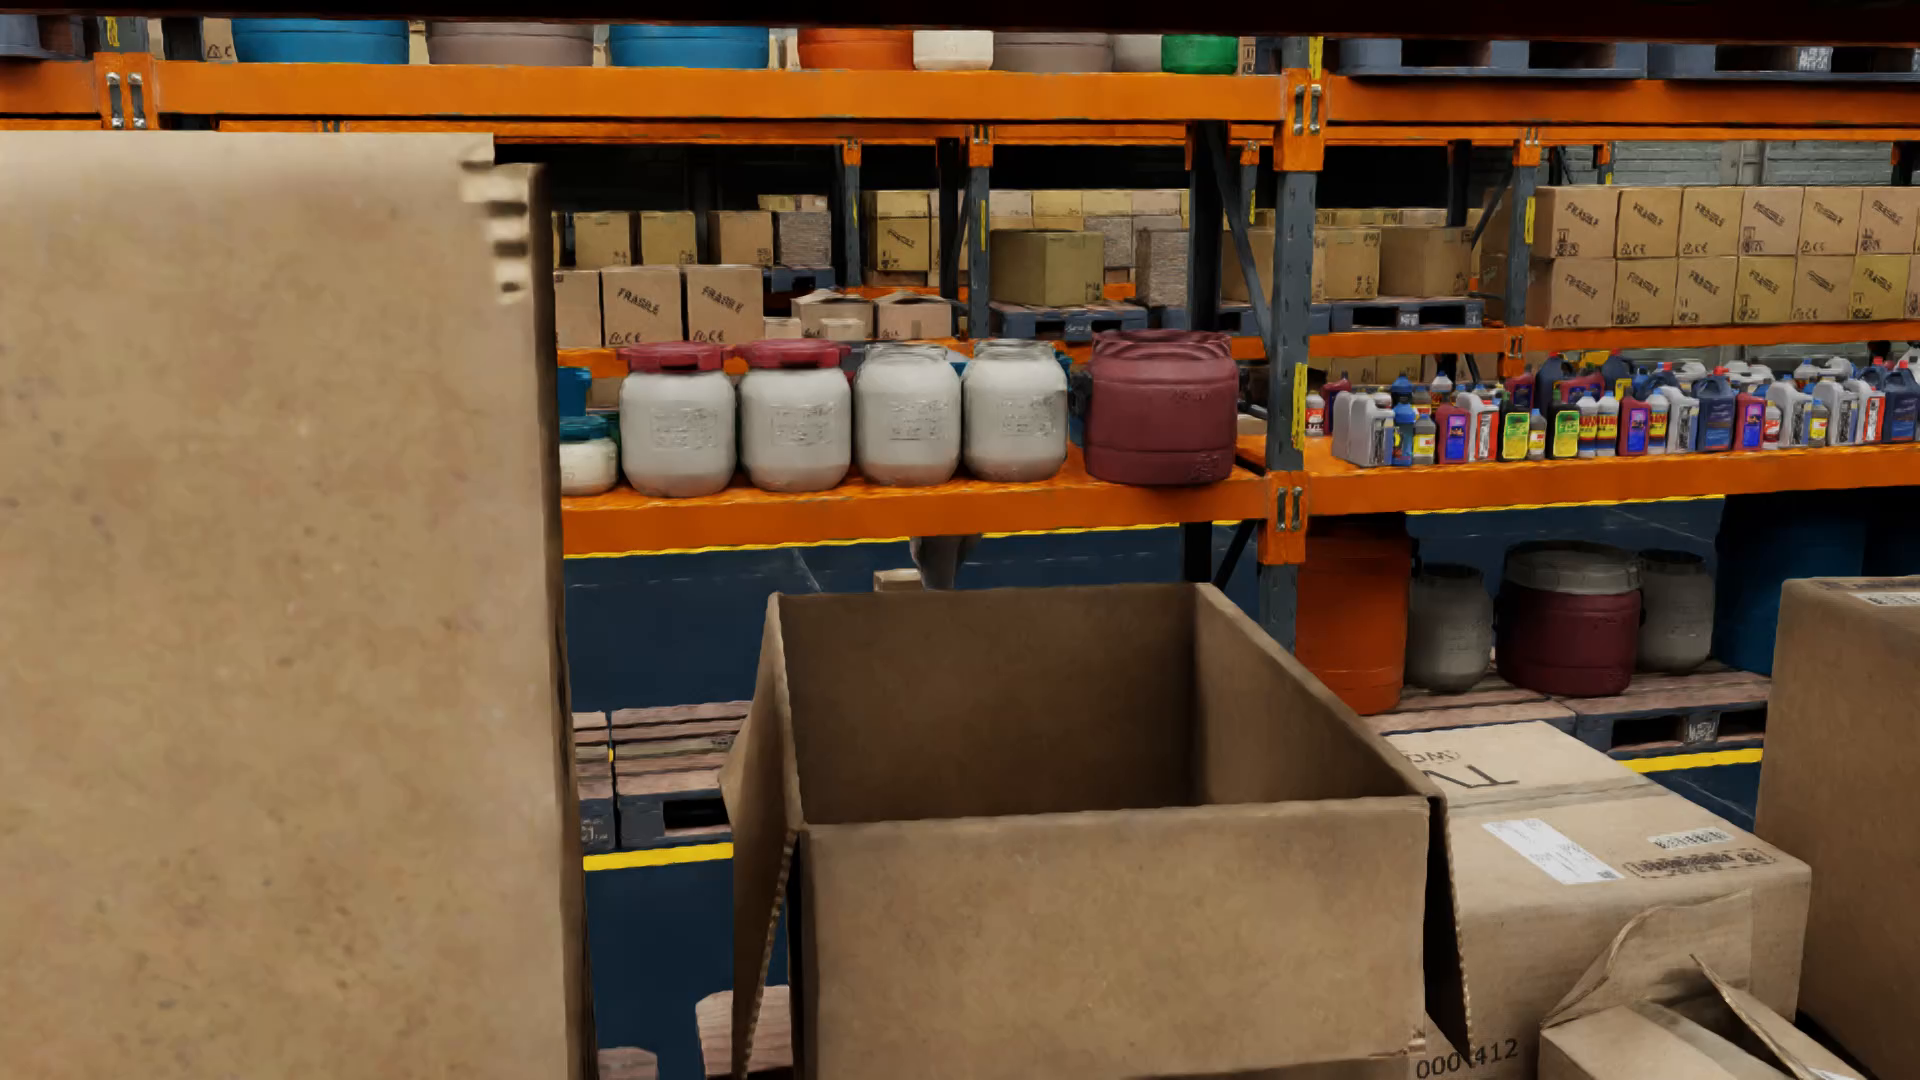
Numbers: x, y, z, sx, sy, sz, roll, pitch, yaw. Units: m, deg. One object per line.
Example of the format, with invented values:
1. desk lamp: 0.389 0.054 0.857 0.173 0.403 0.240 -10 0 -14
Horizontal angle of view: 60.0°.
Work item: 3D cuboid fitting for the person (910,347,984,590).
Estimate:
1. person: -0.064 -0.071 7.773 0.489 1.659 0.494 -10 16 -38
